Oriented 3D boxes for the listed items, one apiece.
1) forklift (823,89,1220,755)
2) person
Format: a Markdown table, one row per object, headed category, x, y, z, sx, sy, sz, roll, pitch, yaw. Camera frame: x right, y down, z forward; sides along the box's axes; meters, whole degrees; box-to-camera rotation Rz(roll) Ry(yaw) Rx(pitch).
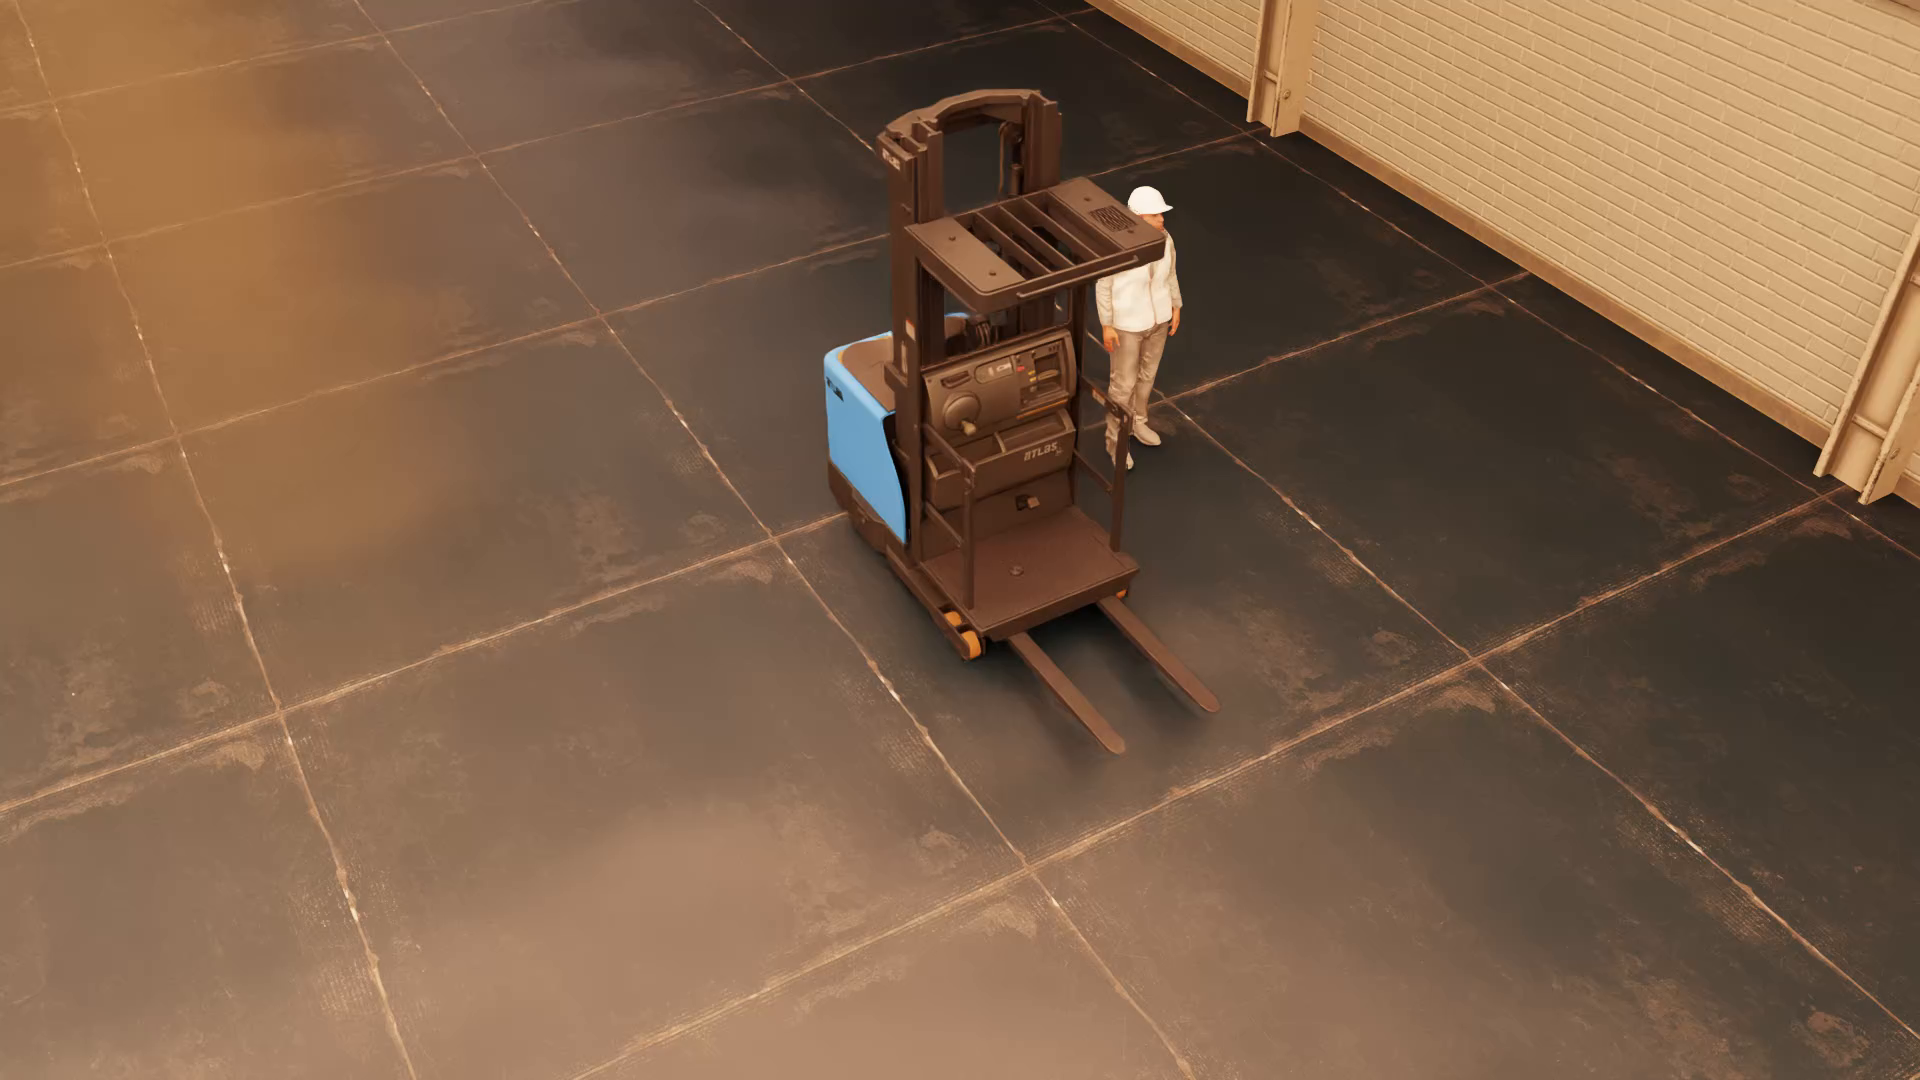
| category | x | y | z | sx | sy | sz | roll | pitch | yaw |
| --- | --- | --- | --- | --- | --- | --- | --- | --- | --- |
| forklift | 0.339 | -0.783 | 8.980 | 1.130 | 2.935 | 3.031 | -21 | 44 | -23 |
| person | 1.178 | -1.371 | 10.584 | 0.633 | 1.773 | 0.567 | -22 | 45 | -24 |
